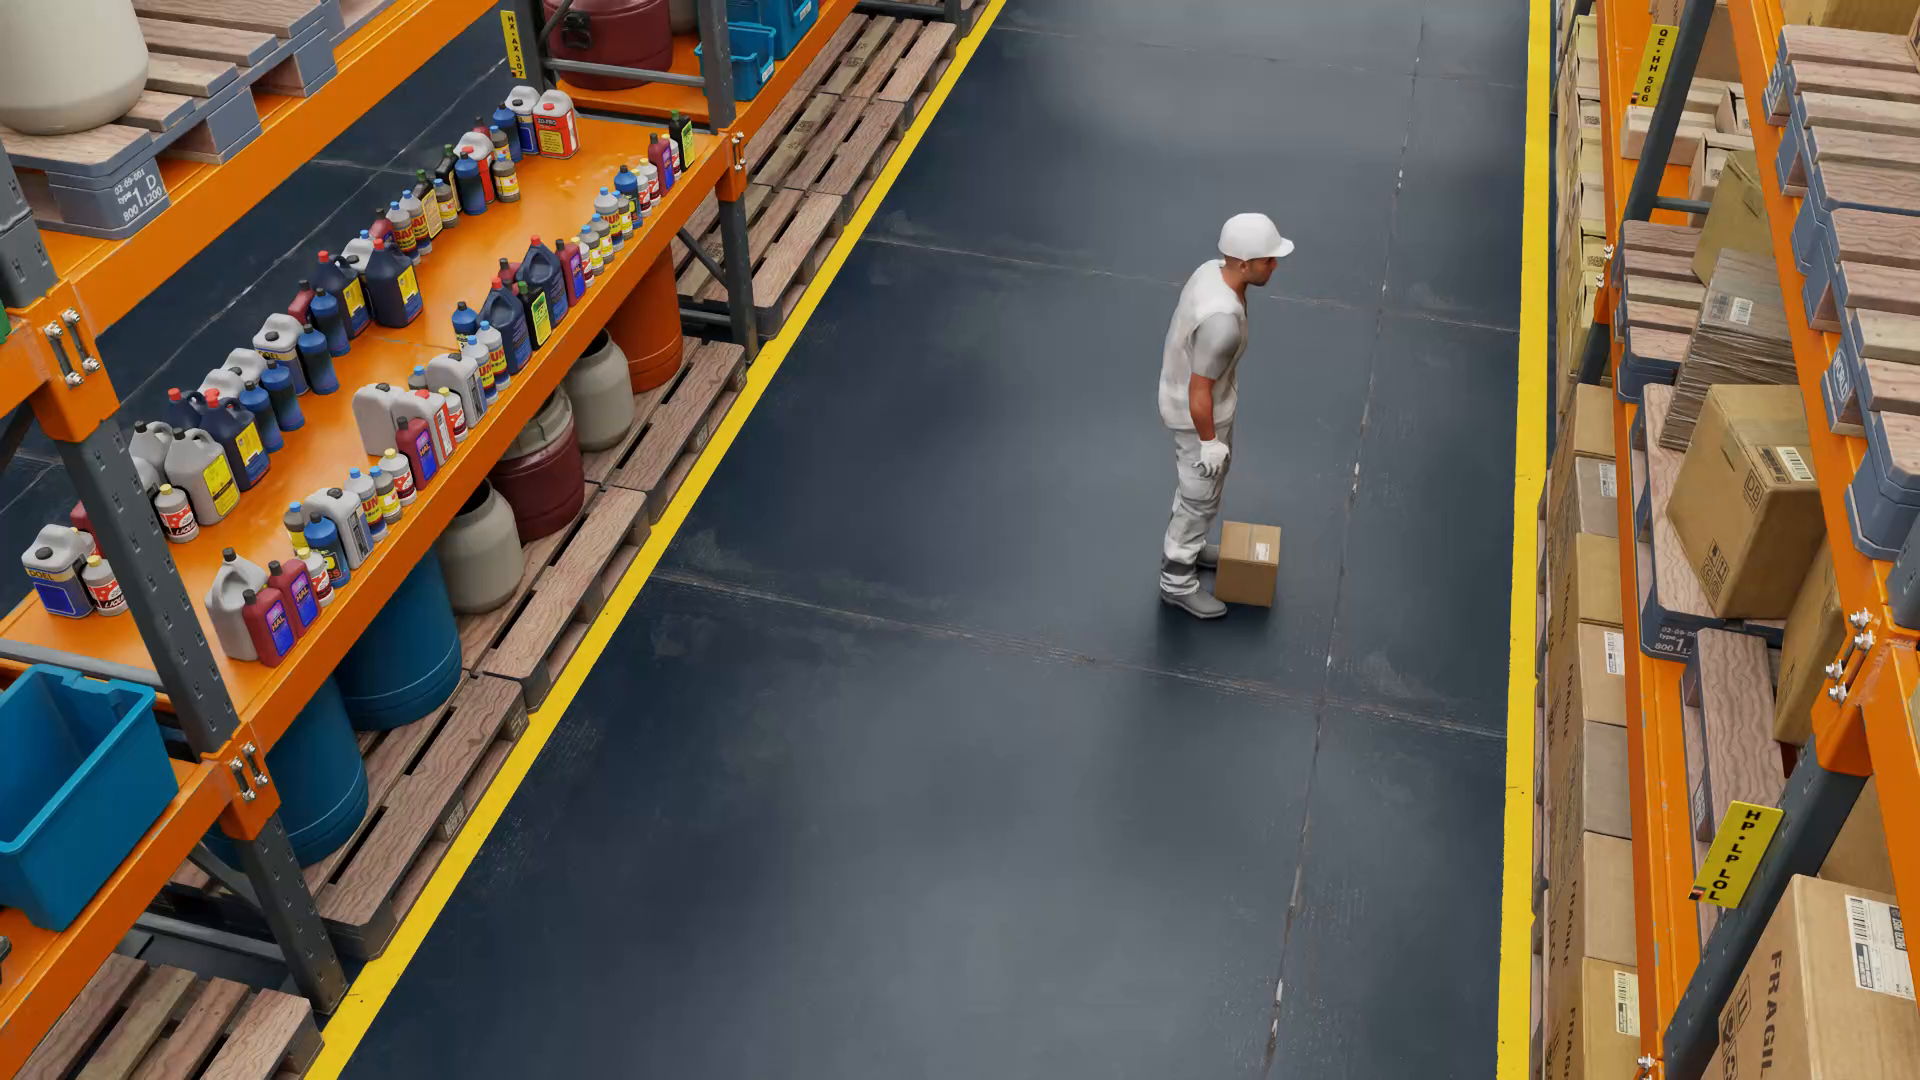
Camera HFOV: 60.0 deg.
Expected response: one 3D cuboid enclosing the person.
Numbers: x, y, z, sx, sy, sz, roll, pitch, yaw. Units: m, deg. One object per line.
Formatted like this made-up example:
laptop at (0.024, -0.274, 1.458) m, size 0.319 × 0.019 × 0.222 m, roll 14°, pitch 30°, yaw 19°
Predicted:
person at (1.027, -0.523, 6.756) m, size 0.453 × 1.778 × 0.616 m, roll 8°, pitch 41°, yaw 9°
